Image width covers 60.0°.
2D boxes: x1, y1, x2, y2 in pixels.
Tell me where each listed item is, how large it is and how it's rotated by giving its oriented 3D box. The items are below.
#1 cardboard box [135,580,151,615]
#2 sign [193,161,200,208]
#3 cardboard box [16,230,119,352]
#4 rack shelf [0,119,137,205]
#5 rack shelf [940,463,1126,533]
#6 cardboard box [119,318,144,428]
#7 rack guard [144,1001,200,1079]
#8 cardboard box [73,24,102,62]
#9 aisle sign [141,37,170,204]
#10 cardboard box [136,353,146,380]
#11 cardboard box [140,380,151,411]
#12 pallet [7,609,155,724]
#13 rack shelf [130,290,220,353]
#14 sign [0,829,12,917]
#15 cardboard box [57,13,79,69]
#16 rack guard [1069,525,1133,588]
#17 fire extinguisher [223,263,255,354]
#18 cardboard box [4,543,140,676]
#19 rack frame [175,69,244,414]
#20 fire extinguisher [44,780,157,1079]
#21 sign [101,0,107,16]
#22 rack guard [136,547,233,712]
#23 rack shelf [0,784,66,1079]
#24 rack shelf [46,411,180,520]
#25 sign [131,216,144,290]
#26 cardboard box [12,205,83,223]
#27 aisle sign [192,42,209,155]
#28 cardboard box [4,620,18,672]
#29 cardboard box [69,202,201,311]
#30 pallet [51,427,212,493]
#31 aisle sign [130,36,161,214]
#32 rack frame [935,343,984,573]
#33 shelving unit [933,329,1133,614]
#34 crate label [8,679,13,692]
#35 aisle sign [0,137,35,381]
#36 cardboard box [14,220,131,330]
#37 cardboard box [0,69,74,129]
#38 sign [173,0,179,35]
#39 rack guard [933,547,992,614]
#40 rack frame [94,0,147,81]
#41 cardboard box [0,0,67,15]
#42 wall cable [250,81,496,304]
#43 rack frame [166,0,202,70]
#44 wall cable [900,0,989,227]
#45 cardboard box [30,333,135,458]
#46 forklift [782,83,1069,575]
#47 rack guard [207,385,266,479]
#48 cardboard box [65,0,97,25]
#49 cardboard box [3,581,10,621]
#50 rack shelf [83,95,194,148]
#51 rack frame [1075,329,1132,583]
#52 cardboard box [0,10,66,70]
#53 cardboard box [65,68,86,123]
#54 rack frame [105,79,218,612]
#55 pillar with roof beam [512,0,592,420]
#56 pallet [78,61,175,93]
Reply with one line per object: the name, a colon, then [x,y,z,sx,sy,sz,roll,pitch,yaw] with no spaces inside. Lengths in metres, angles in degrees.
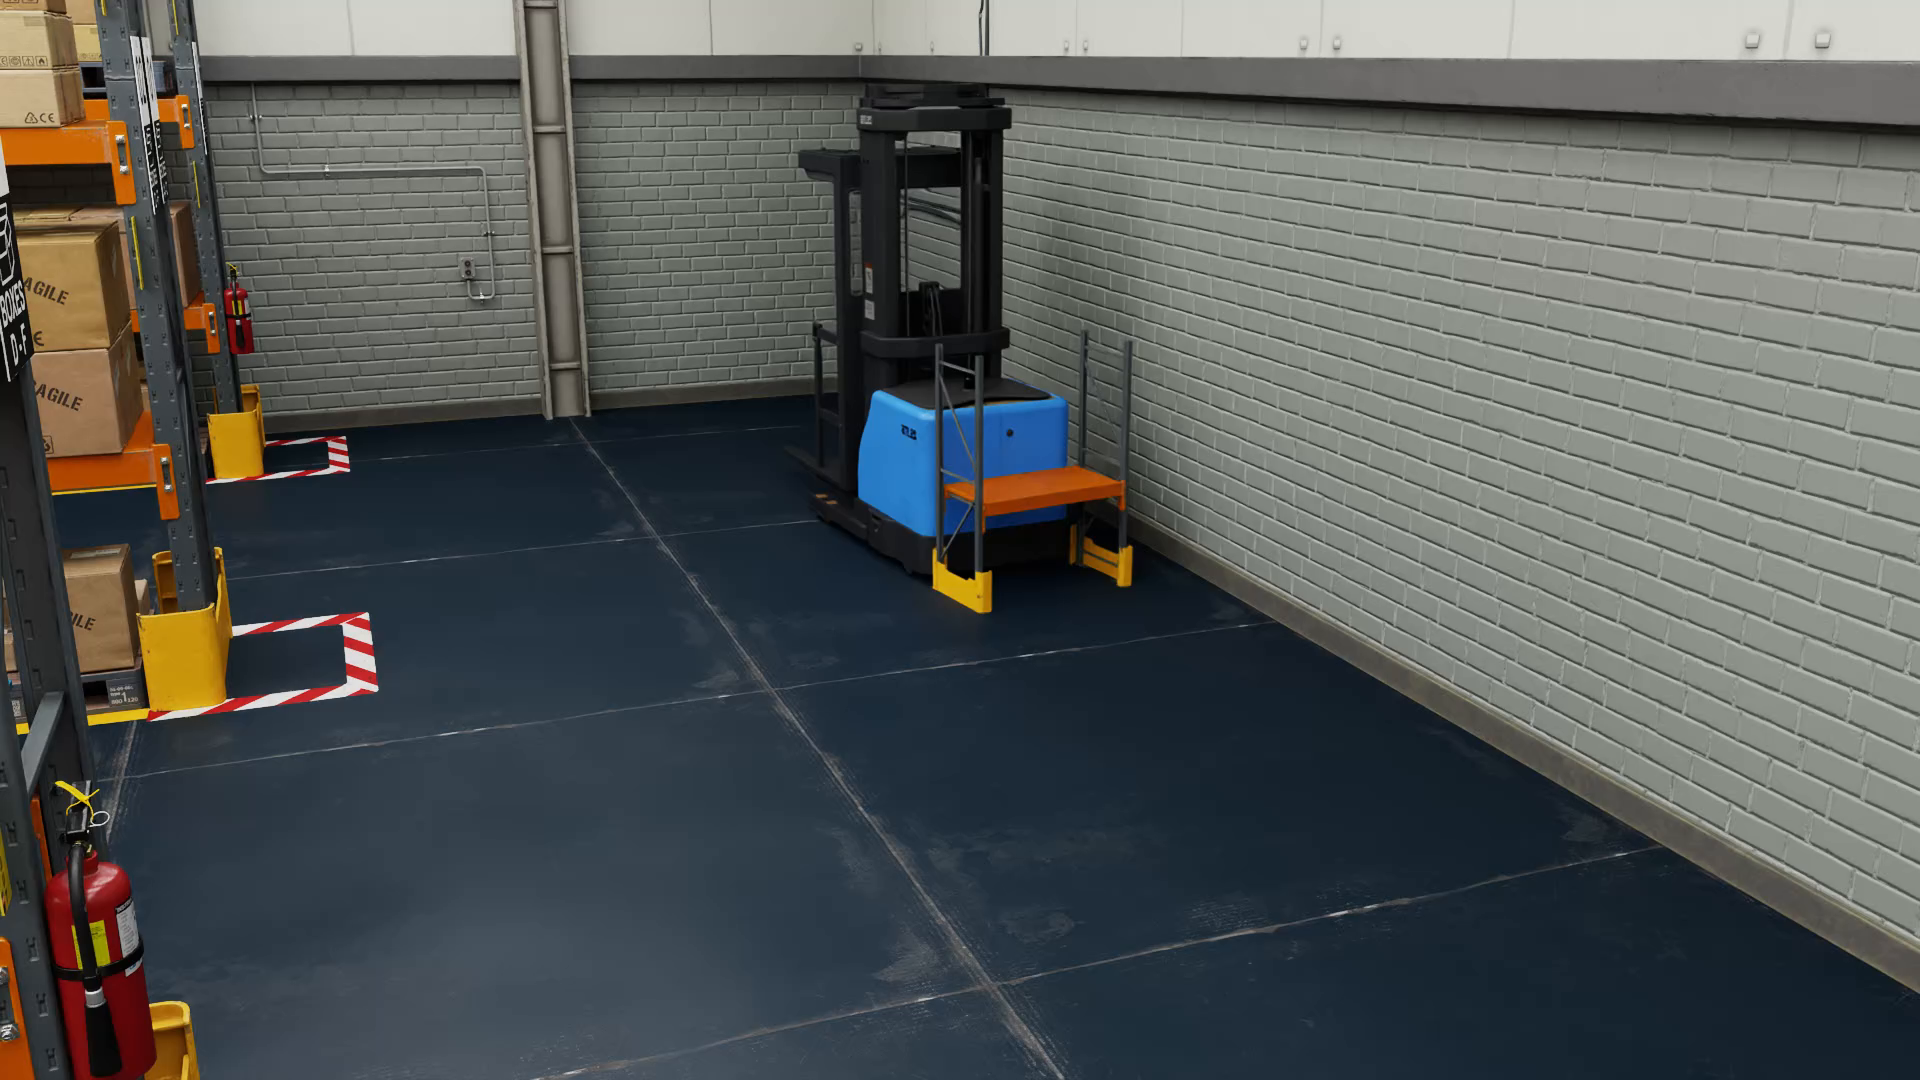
cardboard box: [-4.480,0.347,8.873,0.250,0.149,0.380,-6,17,-20]
sign: [-5.561,-2.590,12.119,0.005,0.325,0.100,-6,17,-20]
cardboard box: [-4.284,-1.172,7.815,0.500,0.500,0.500,-6,18,-21]
rack shelf: [-5.834,-1.654,7.361,4.000,0.370,1.077,-6,17,-20]
rack shelf: [0.433,-0.260,9.961,1.000,0.185,0.538,-9,19,-29]
cardboard box: [-4.475,-0.835,8.439,0.500,0.500,0.500,-6,17,-19]
rack guard: [-2.180,1.735,4.302,0.348,0.500,1.175,-6,17,-20]
cardboard box: [-6.331,-3.538,11.842,0.500,0.250,0.500,-6,17,-18]
aisle sign: [-4.008,-2.093,8.289,0.004,0.787,0.394,-6,17,-20]
cardboard box: [-6.315,-1.347,12.900,0.250,0.149,0.380,-6,17,-20]
cardboard box: [-6.360,-0.970,12.769,0.500,0.500,0.700,-6,17,-20]
pallet: [-4.781,0.664,8.461,1.213,0.211,1.003,-6,17,-20]
rack shelf: [-7.610,-1.518,12.221,4.000,0.370,1.077,-6,17,-20]
sign: [-1.985,0.607,3.420,0.005,0.325,0.100,-6,17,-20]
cardboard box: [-4.539,-2.386,7.954,0.500,0.250,0.500,-6,17,-20]
rack guard: [0.872,0.095,10.331,0.087,0.250,0.587,-9,19,-29]
fire extinguisher: [-5.436,-1.743,12.508,0.183,0.674,0.296,-6,17,-20]
cardboard box: [-4.386,0.346,8.252,0.500,0.500,0.500,-6,17,-20]
rack frame: [-5.742,-2.065,12.806,0.127,3.000,1.000,-6,17,-20]
fire extinguisher: [-1.894,0.862,3.638,0.183,0.674,0.296,-6,17,-20]
sign: [-3.786,-2.478,7.318,0.005,0.325,0.100,-6,17,-20]
rack guard: [-4.037,0.445,8.695,0.348,0.500,1.175,-6,17,-20]
rack shelf: [-4.065,1.089,3.345,4.000,0.370,1.077,-6,17,-20]
rack shelf: [-5.834,-0.215,7.784,4.000,0.370,1.077,-6,17,-20]
sign: [-3.786,-1.321,7.657,0.005,0.325,0.100,-6,17,-20]
cardboard box: [-6.890,-2.078,12.320,0.700,0.700,0.980,-6,18,-21]
aisle sign: [-5.568,-3.241,12.196,0.004,0.787,0.394,-6,17,-20]
cardboard box: [-4.796,0.523,8.241,0.250,0.166,0.380,-6,17,-20]
cardboard box: [-6.215,-2.155,12.580,0.700,0.700,0.980,-5,17,-18]
pallet: [-6.461,-0.626,12.854,1.213,0.211,1.003,-6,17,-20]
aisle sign: [-3.793,-1.936,7.752,0.004,0.787,0.394,-6,17,-20]
rack frame: [-0.006,-0.361,9.665,0.032,1.500,0.500,-9,19,-29]
shelving unit: [0.441,-0.434,9.915,1.083,1.500,0.587,-9,19,-29]
crate label: [-2.546,0.532,4.155,0.303,0.233,0.416,-6,17,-20]
aisle sign: [-2.237,-0.791,3.854,0.004,0.787,0.394,-6,17,-20]
cardboard box: [-4.475,-1.314,8.298,0.500,0.500,0.500,-6,17,-18]
cardboard box: [-4.352,-2.008,7.555,0.500,0.250,0.500,-6,17,-20]
sign: [-5.561,-3.747,11.779,0.005,0.325,0.100,-6,17,-20]
rack guard: [0.011,0.236,9.851,0.087,0.250,0.587,-9,19,-29]
rack frame: [-3.966,-3.640,7.524,0.127,3.000,1.000,-6,17,-20]
cardboard box: [-4.440,-2.673,7.601,0.500,0.500,0.700,-6,17,-20]
wall cable: [-4.885,-2.930,13.950,1.851,1.984,0.084,-6,17,-20]
rack frame: [-5.742,-4.943,11.961,0.127,3.000,1.000,-6,17,-20]
wall cable: [-0.333,-3.930,14.020,0.112,2.526,3.097,-6,17,-20]
cardboard box: [-4.287,-0.693,7.957,0.500,0.500,0.500,-6,17,-18]
forklift: [-0.406,-1.563,11.219,1.130,2.935,3.031,-8,18,-25]
rack guard: [-5.720,-0.868,13.167,0.348,0.500,1.175,-6,17,-20]
cardboard box: [-6.328,-3.896,11.730,0.500,0.500,0.500,-6,17,-20]
cardboard box: [-5.043,0.377,8.590,0.500,0.250,0.500,-6,17,-20]
rack shelf: [-7.610,-2.957,11.798,4.000,0.370,1.077,-6,17,-20]
rack frame: [0.873,-0.505,10.155,0.032,1.500,0.500,-9,19,-29]
cardboard box: [-4.355,-2.250,7.492,0.500,0.250,0.500,-6,17,-20]
cardboard box: [-4.537,-2.144,8.019,0.500,0.250,0.500,-6,17,-20]
rack frame: [-3.966,-0.762,8.369,0.127,3.000,1.000,-6,17,-20]
pillar with roof beam: [-1.990,-4.310,9.806,0.400,9.000,9.100,-6,17,-20]
pallet: [-6.431,-3.384,12.132,1.213,0.211,1.003,-6,17,-20]
